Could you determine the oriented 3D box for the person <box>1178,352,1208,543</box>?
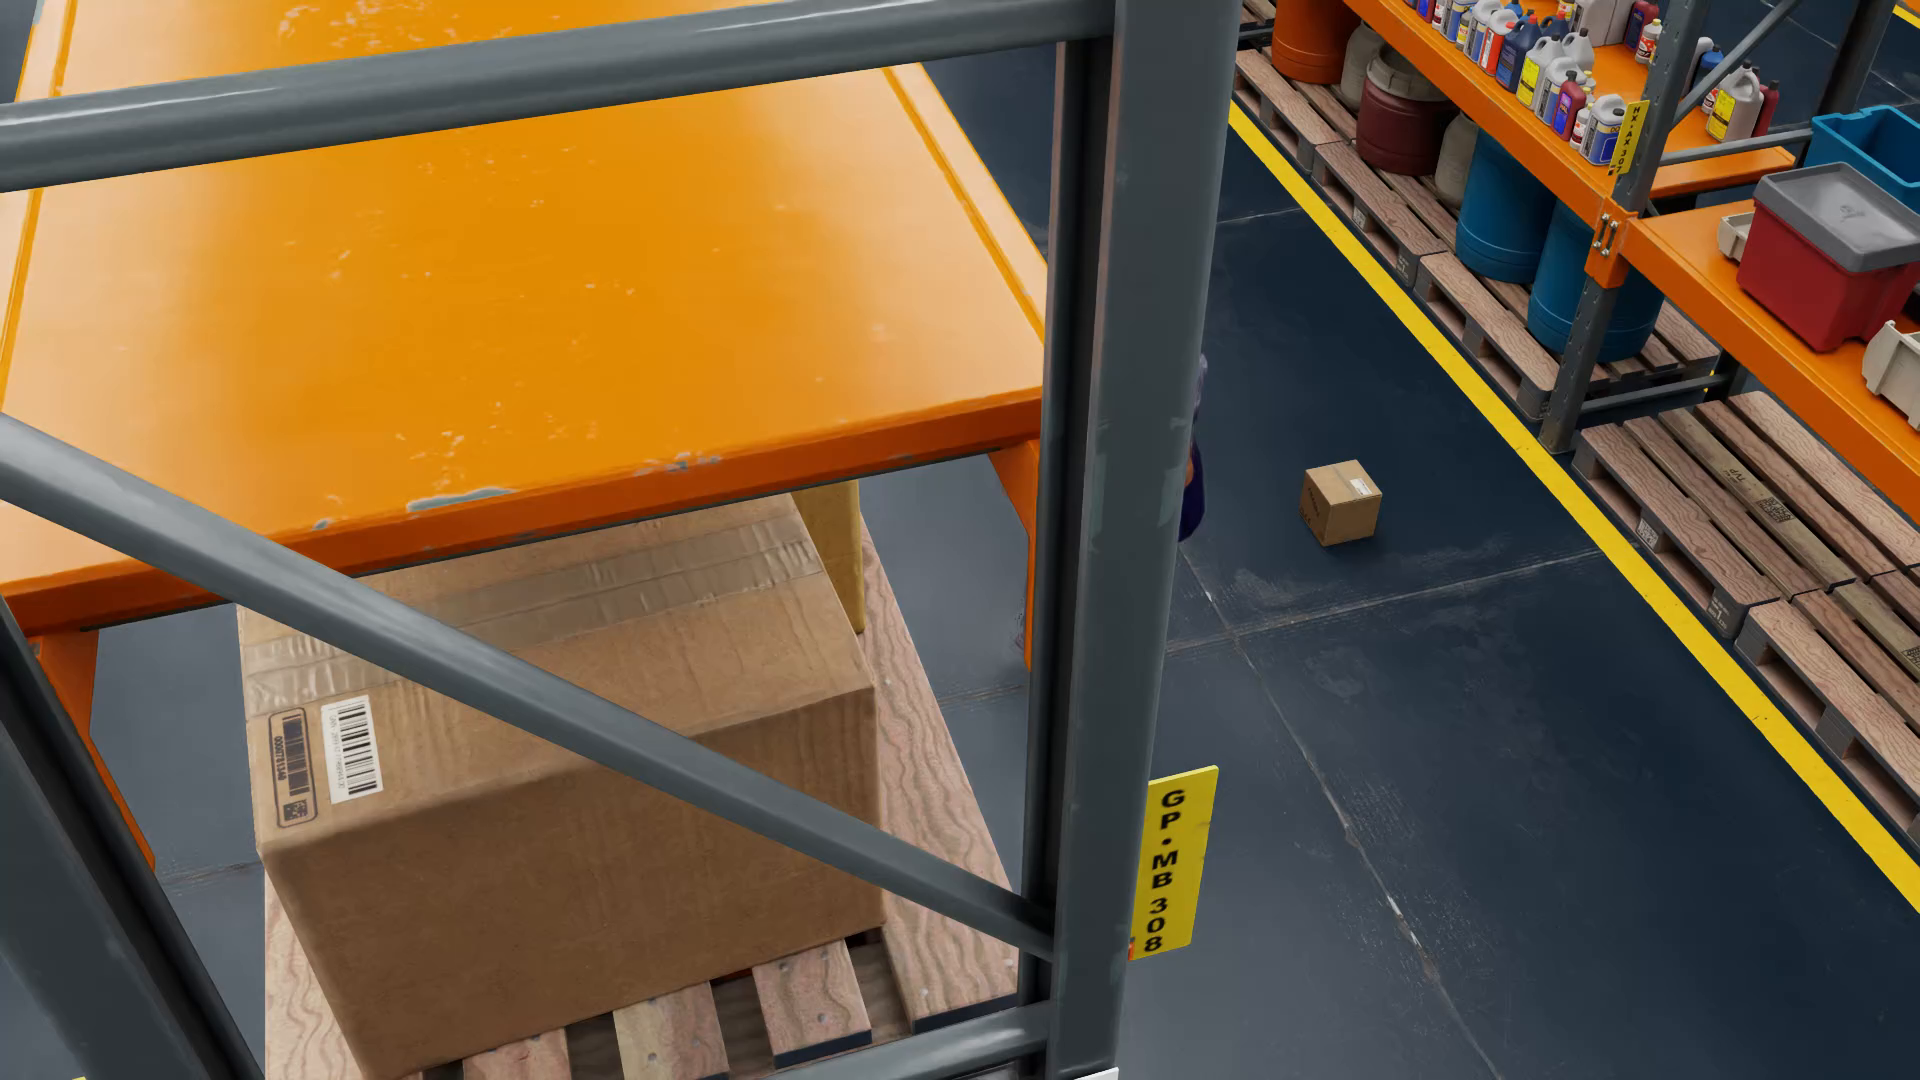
[{"bbox_3d":[0.724,-0.403,6.610,0.649,1.636,0.480,-25,48,-25],"label":"person"}]
